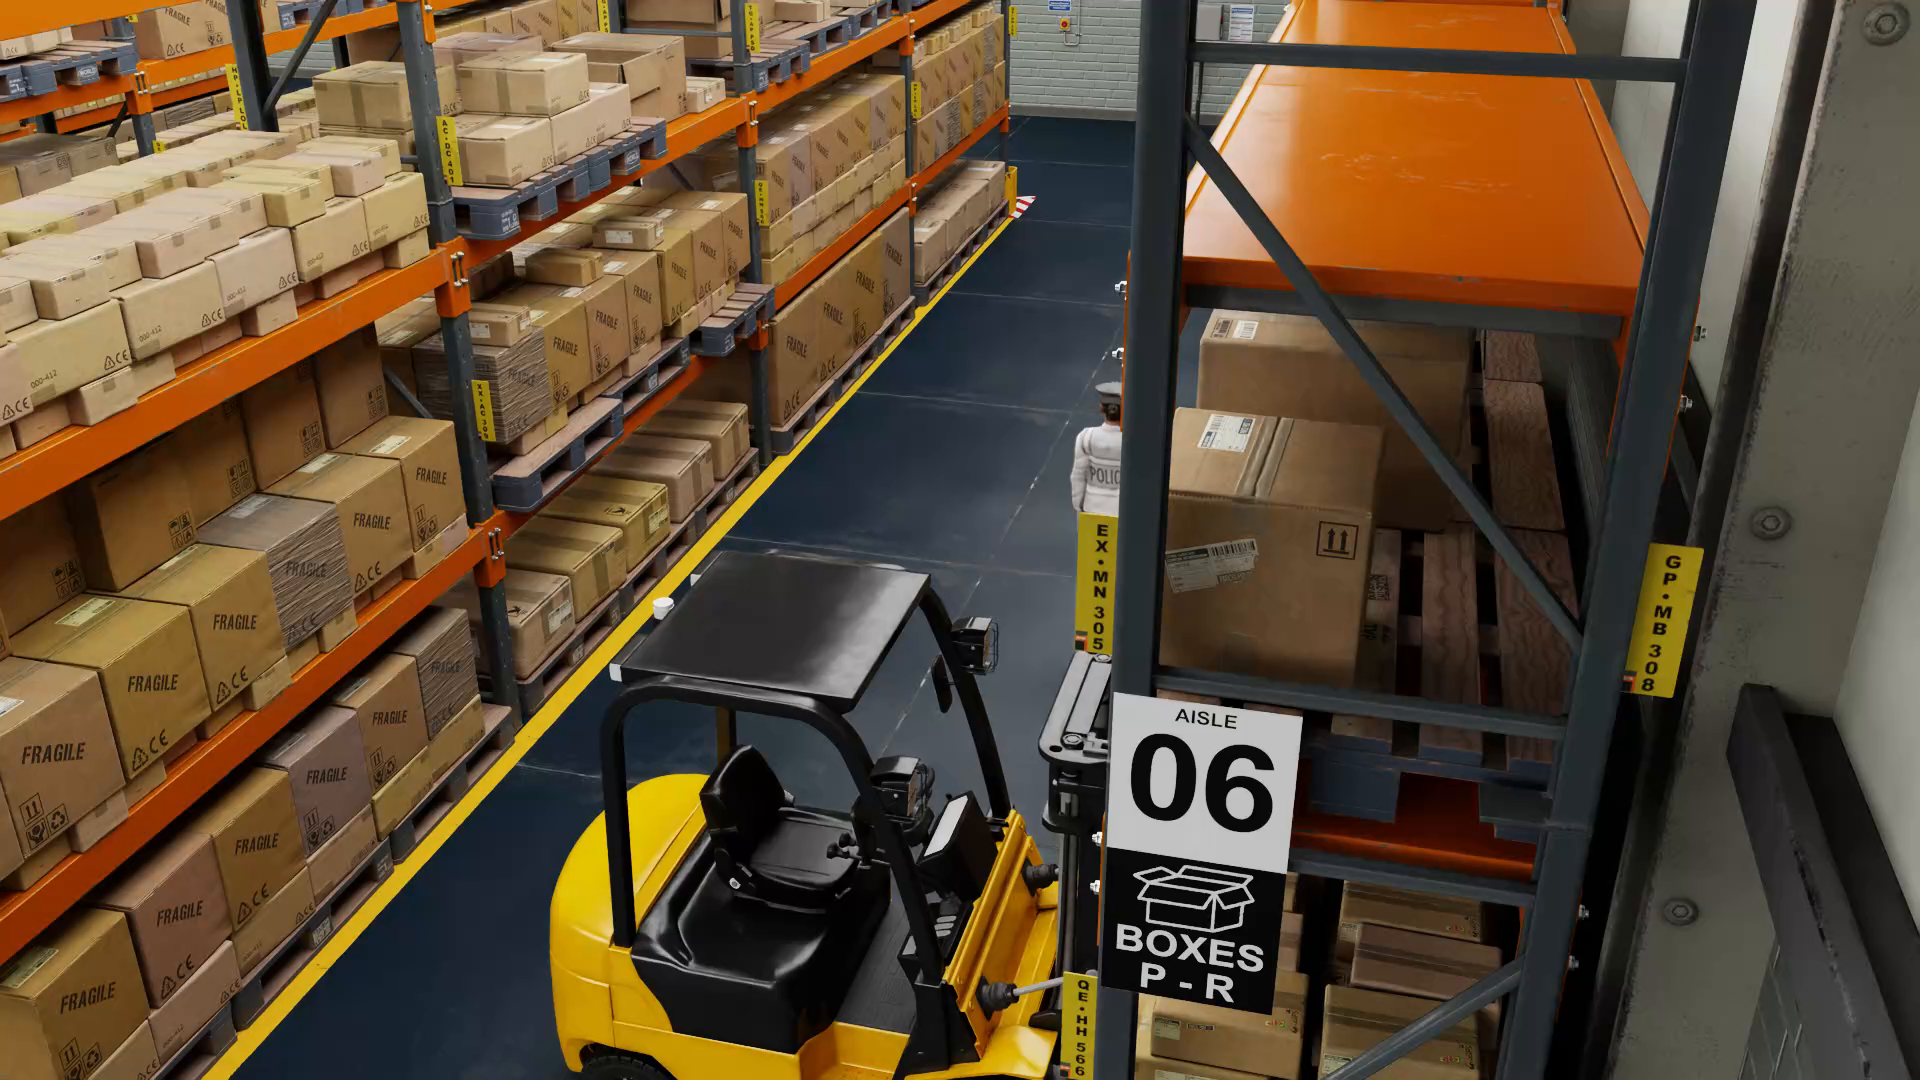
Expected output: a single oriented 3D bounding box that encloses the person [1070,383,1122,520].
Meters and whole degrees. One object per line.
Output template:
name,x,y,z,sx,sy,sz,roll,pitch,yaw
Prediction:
person,0.897,-0.142,10.010,0.476,1.659,0.338,7,26,14
